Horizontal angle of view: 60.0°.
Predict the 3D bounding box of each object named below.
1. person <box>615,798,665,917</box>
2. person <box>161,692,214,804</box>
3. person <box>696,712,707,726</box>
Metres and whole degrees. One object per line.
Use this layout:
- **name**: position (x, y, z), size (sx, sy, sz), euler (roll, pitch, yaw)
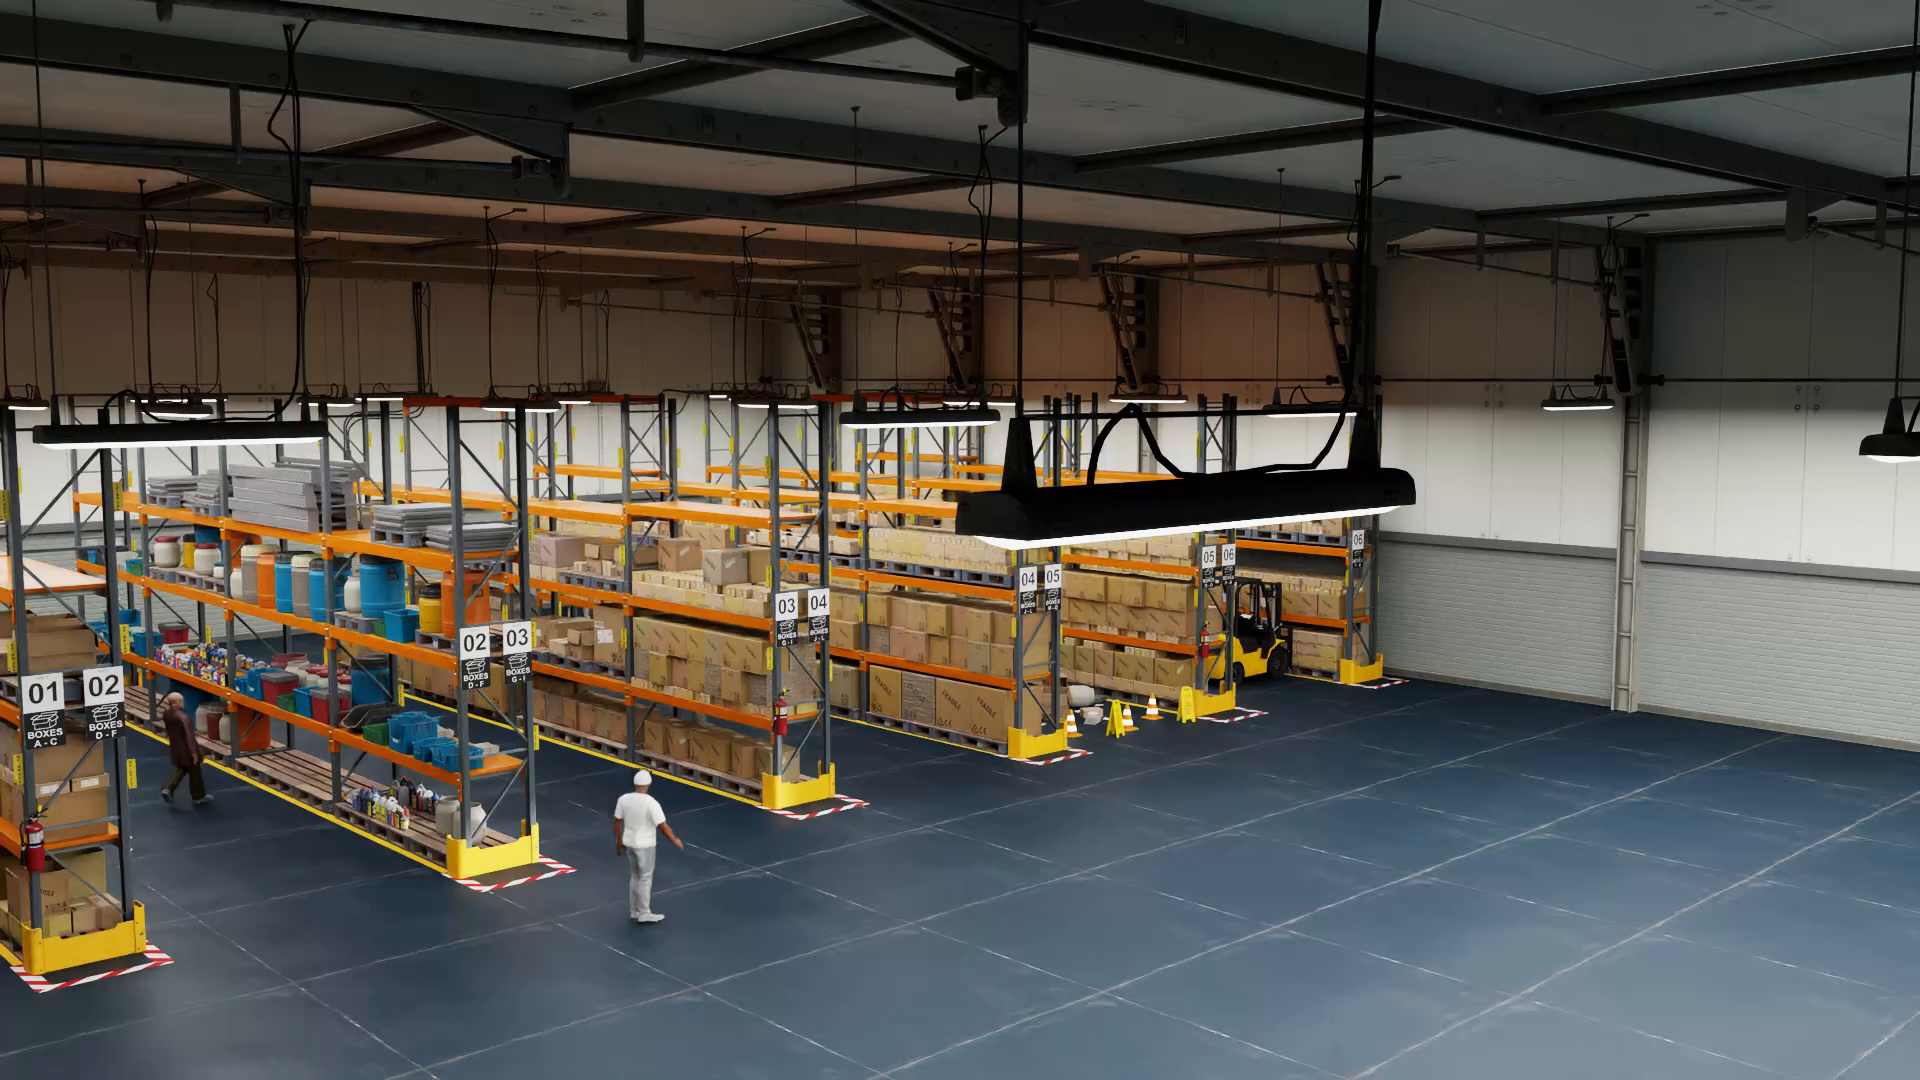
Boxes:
- **person**: position (-3.712, 3.678, 19.422), size (0.611, 1.429, 0.362), euler (5, 7, 40)
- **person**: position (-11.458, 3.087, 24.667), size (0.669, 1.746, 0.874), euler (2, 6, 24)
- **person**: position (-4.656, 2.635, 30.068), size (0.380, 1.490, 0.487), euler (-2, 6, -17)
